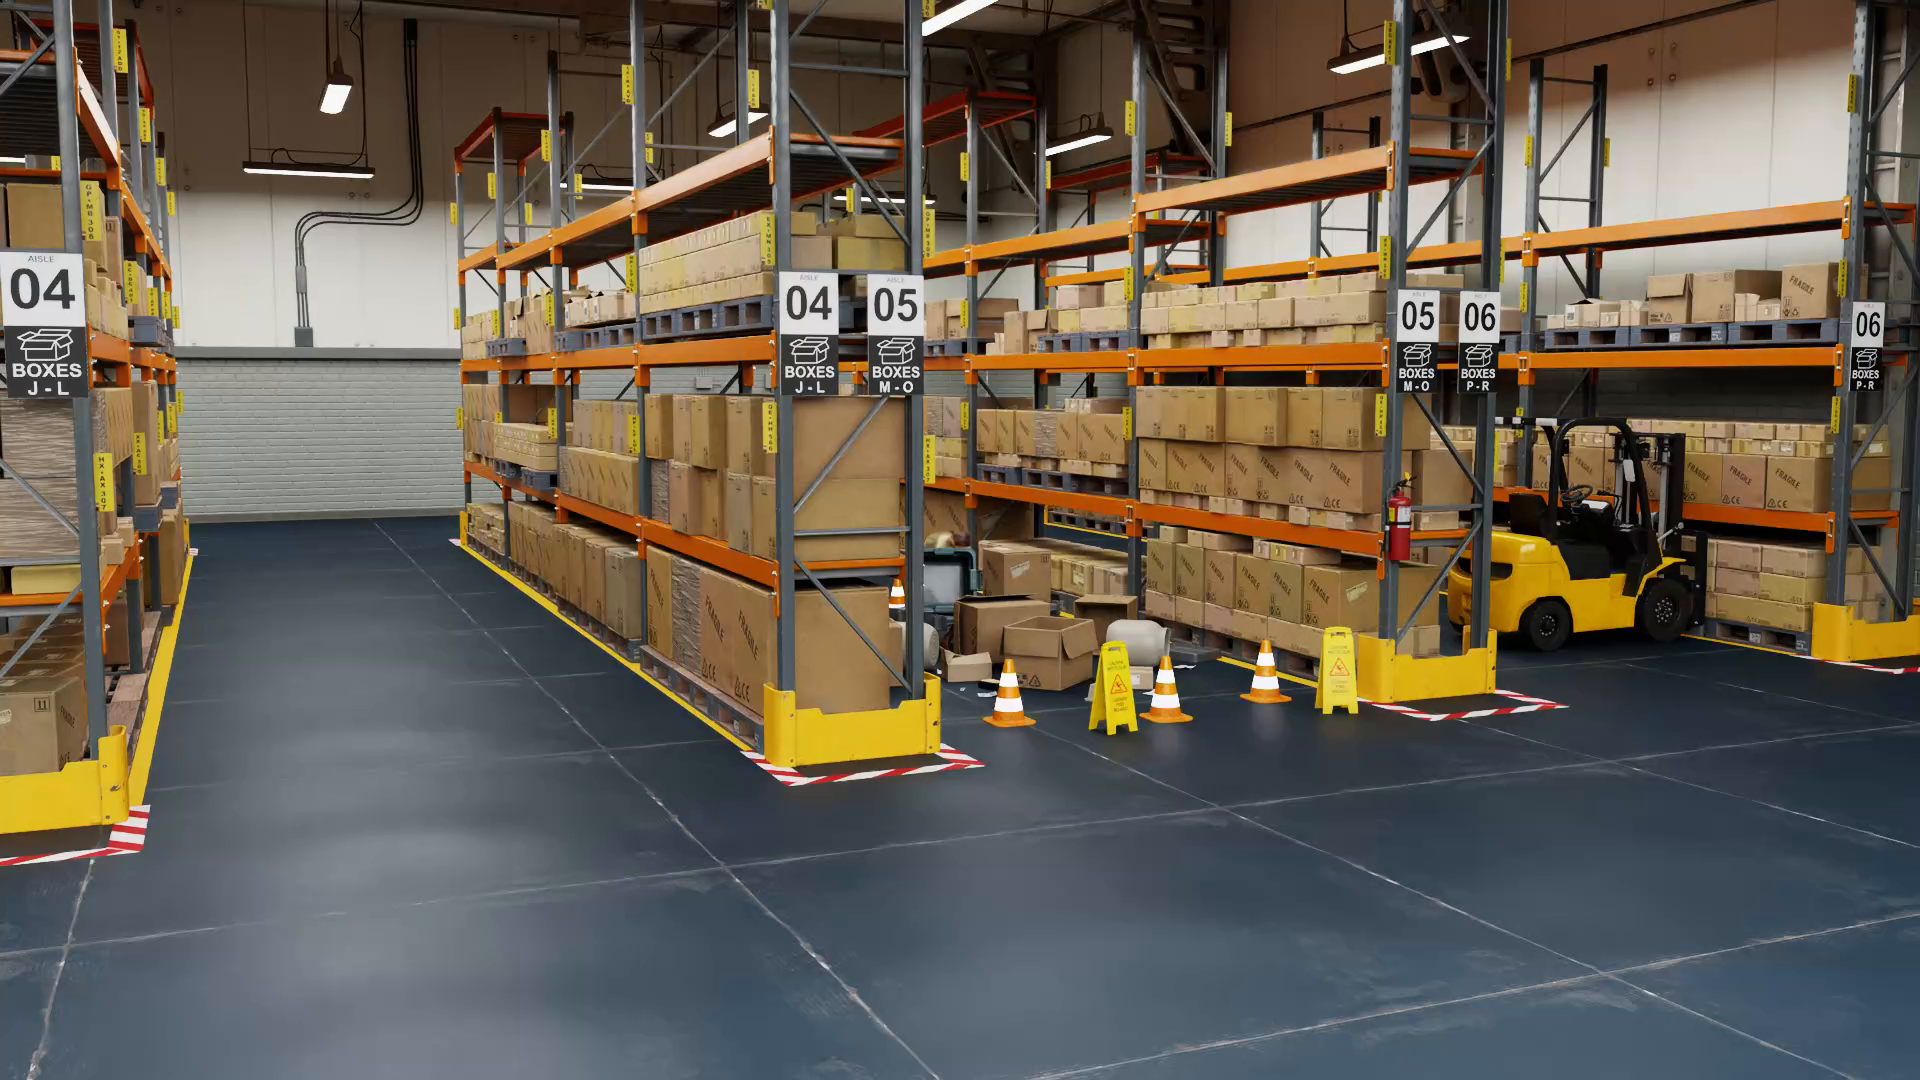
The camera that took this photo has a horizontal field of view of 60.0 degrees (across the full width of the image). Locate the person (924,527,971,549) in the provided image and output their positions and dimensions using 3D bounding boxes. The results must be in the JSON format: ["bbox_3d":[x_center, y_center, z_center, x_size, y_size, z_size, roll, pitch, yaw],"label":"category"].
[{"bbox_3d":[-0.136,0.311,18.054,0.465,0.945,0.860,-3,6,-26],"label":"person"}]
